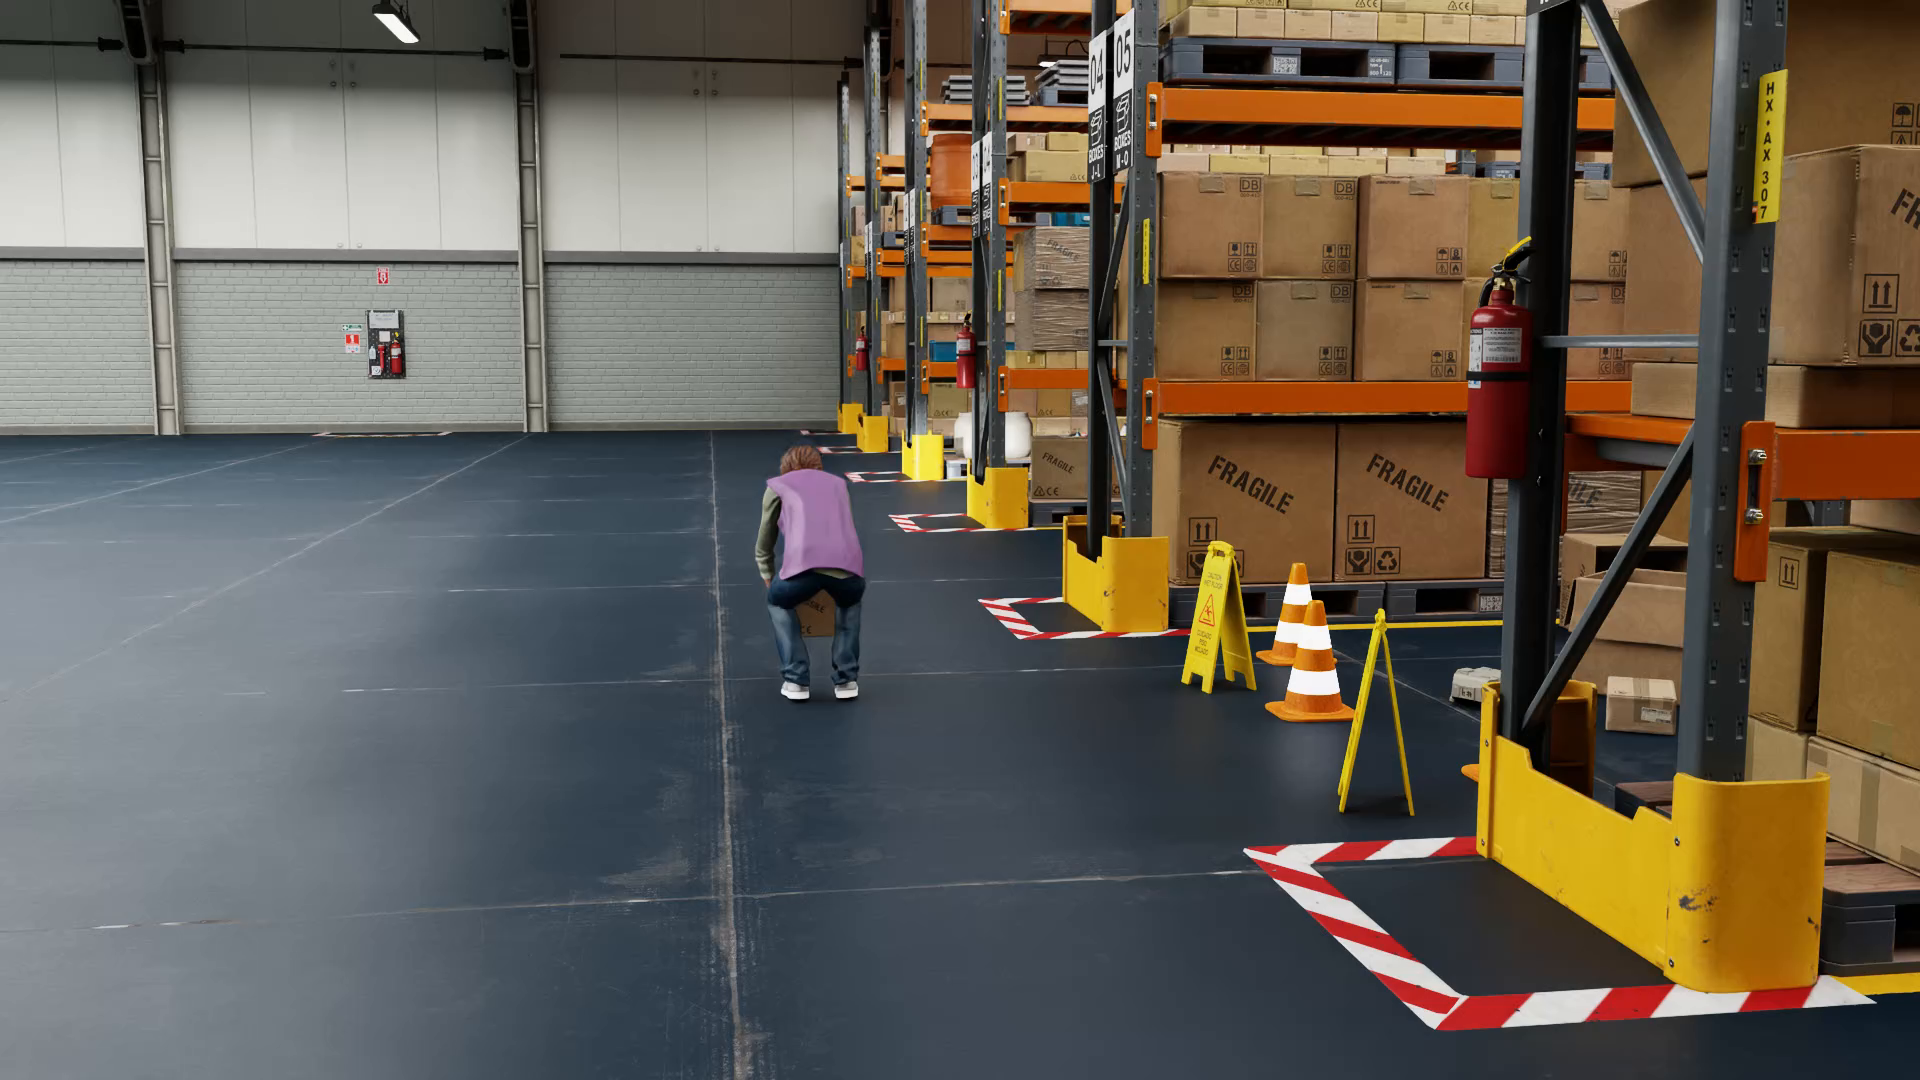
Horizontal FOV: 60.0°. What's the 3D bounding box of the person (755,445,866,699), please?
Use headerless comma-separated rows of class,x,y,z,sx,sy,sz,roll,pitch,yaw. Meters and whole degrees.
person,-0.641,0.140,7.142,0.460,1.062,0.752,-1,7,-9
